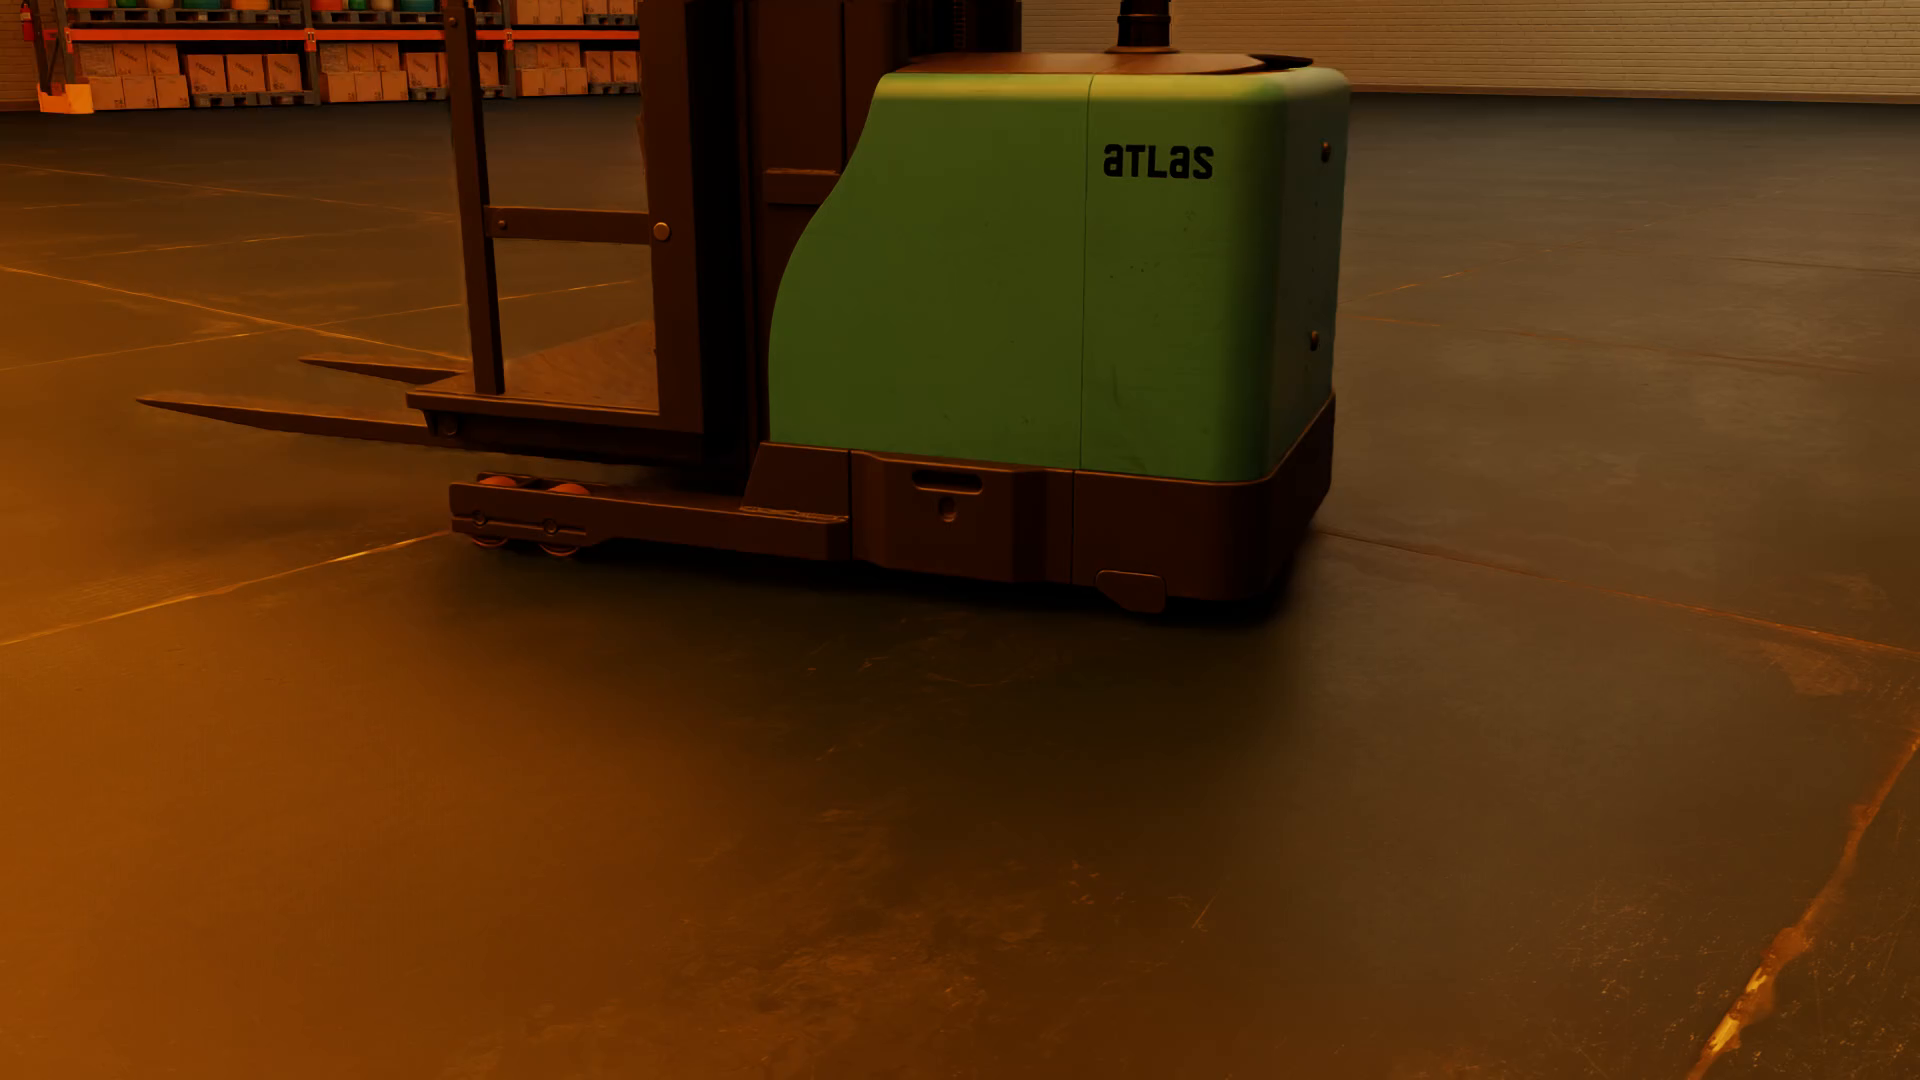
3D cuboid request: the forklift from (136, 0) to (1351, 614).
[{"bbox_3d":[-0.652,-1.500,3.837,3.031,2.935,1.130,6,18,20],"label":"forklift"}]
